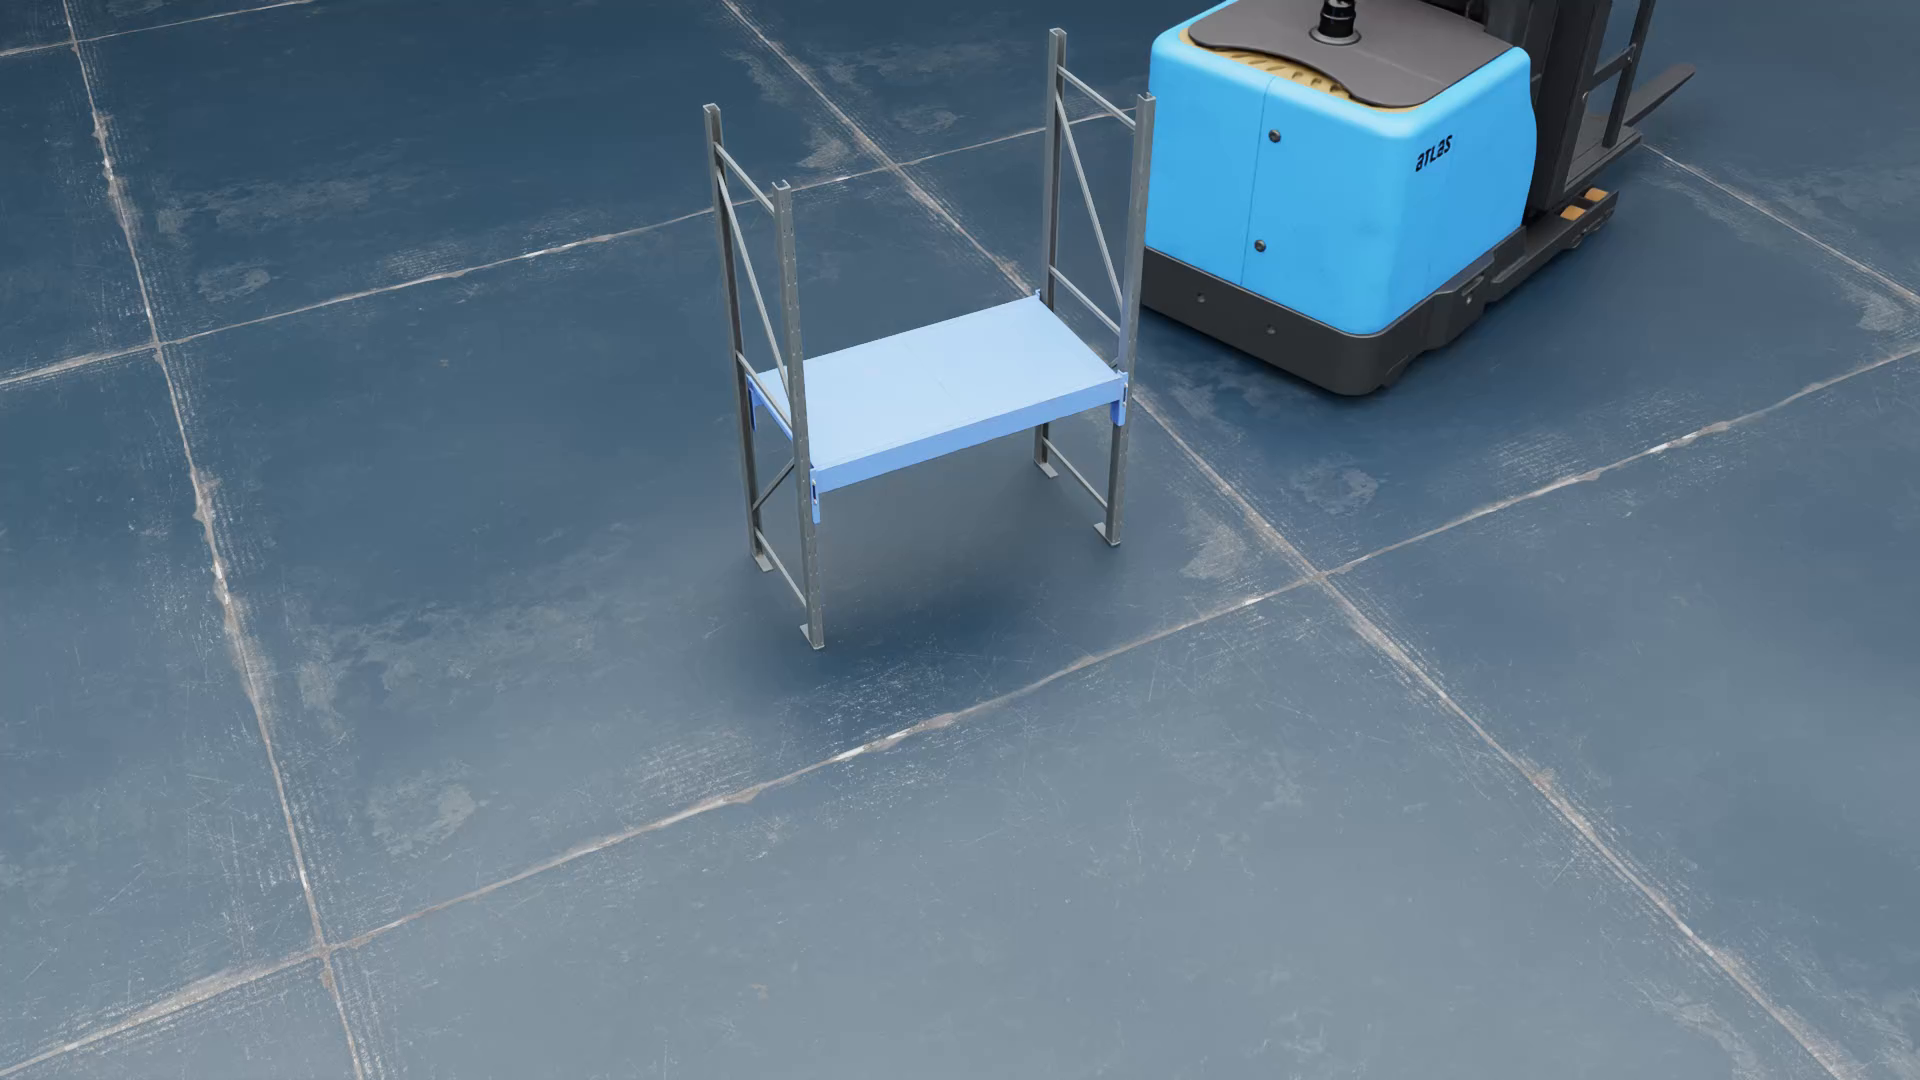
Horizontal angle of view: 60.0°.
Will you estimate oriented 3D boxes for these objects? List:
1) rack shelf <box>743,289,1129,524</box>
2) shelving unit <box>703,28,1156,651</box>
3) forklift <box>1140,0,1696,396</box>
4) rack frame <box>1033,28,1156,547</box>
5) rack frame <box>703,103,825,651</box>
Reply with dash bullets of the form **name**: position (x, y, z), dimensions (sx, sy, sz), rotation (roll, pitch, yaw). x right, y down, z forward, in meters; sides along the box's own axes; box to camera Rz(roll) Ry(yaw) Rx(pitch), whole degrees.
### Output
- **rack shelf**: position (-0.076, -0.410, 4.852), dimensions (1.000, 0.185, 0.538), rotation (-19, 44, -21)
- **shelving unit**: position (-0.076, -0.547, 4.735), dimensions (1.048, 1.500, 0.538), rotation (-19, 44, -21)
- **forklift**: position (2.001, -2.480, 5.911), dimensions (1.130, 2.935, 3.031), rotation (31, 49, 31)
- **rack frame**: position (0.375, -0.699, 4.915), dimensions (0.032, 1.500, 0.500), rotation (-19, 44, -21)
- **rack frame**: position (-0.527, -0.395, 4.556), dimensions (0.032, 1.500, 0.500), rotation (-19, 44, -21)
